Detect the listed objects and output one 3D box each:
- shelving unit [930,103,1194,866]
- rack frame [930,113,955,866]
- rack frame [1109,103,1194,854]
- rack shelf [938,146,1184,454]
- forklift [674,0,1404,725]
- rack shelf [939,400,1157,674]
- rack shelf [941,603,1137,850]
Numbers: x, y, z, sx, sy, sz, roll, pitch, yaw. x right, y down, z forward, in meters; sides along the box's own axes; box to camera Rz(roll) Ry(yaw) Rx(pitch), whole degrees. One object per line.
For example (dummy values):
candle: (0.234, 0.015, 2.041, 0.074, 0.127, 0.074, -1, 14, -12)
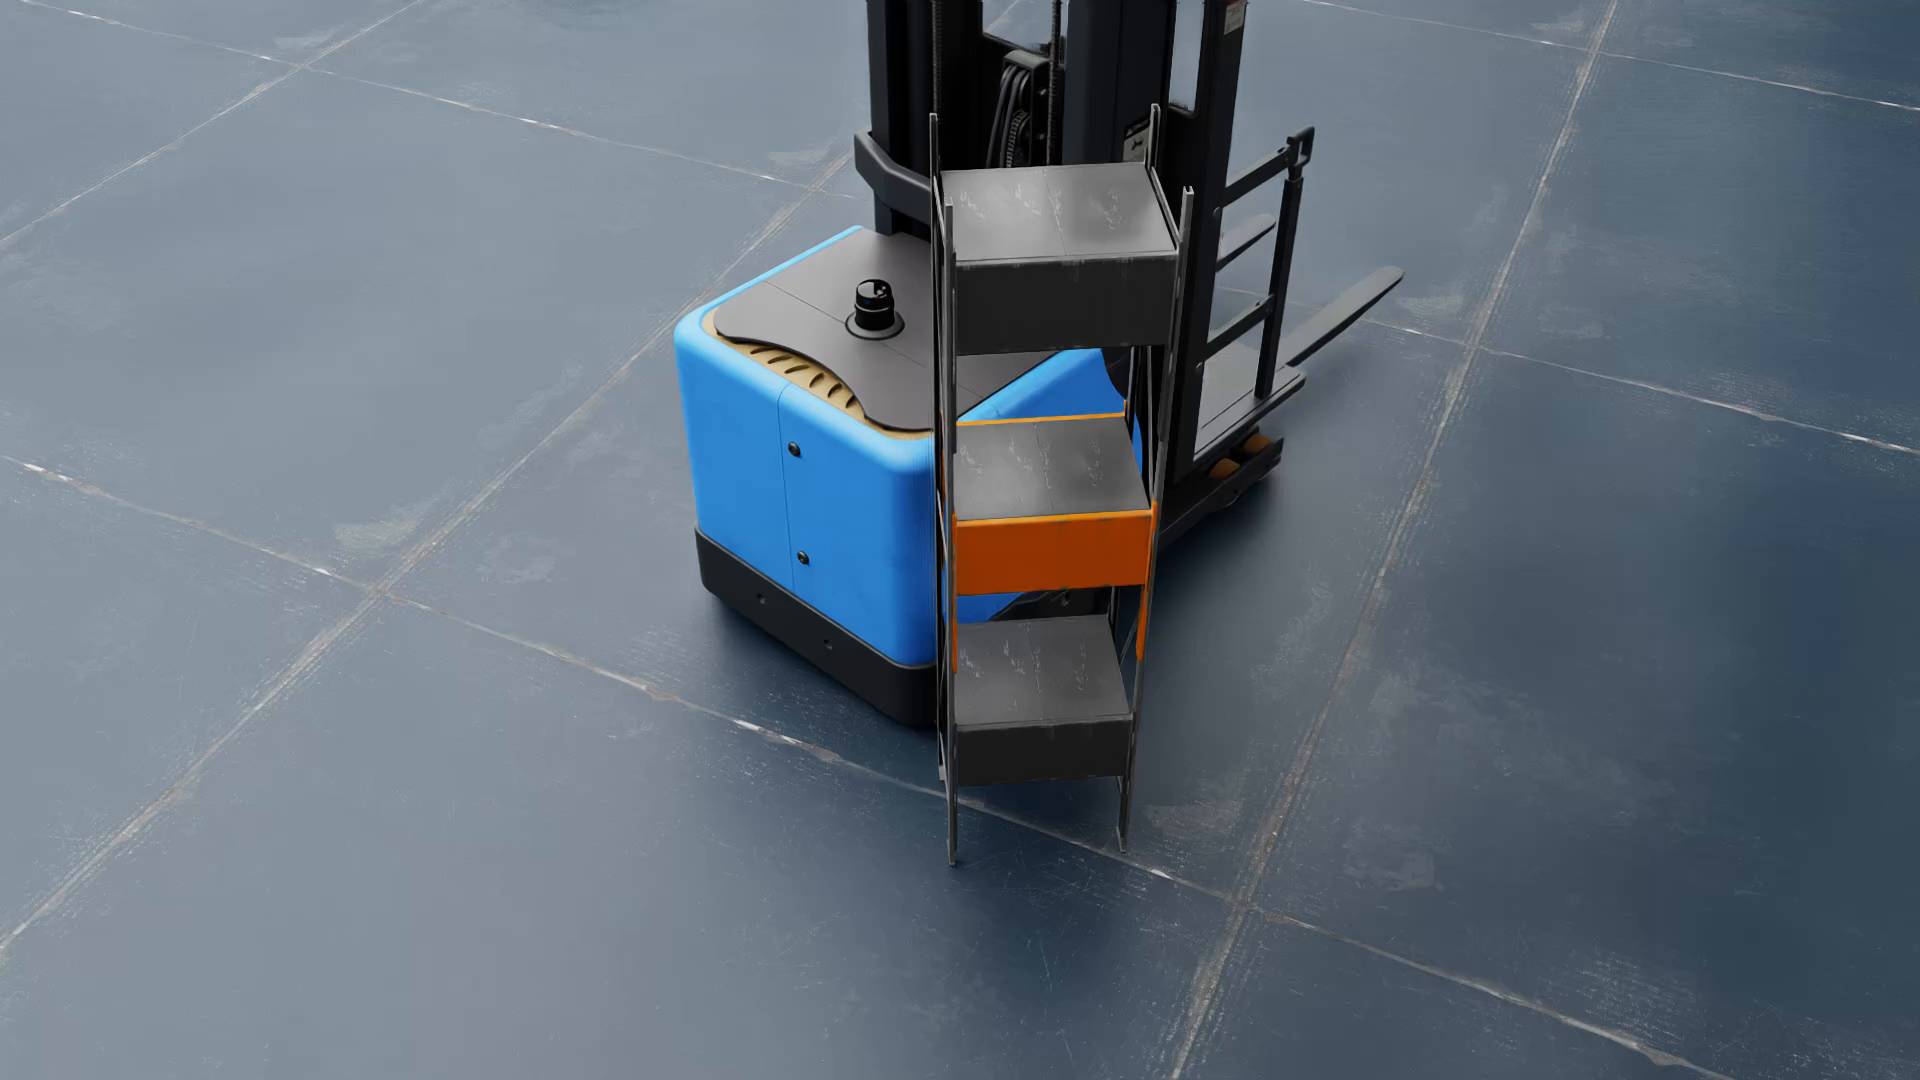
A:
shelving unit: (0.203, -0.019, 4.168, 0.503, 2.100, 0.431, -4, 41, -4)
rack frame: (-0.040, -0.004, 4.151, 0.015, 2.100, 0.400, -4, 41, -4)
rack frame: (0.446, -0.034, 4.186, 0.015, 2.100, 0.400, -4, 41, -4)
rack shelf: (0.203, -0.537, 3.719, 0.480, 0.518, 0.431, -4, 41, -4)
forklift: (0.510, -1.431, 5.163, 1.130, 2.935, 3.031, 31, 50, 31)
rack shelf: (0.203, -0.008, 4.177, 0.480, 0.518, 0.431, -4, 41, -4)
rack shelf: (0.203, 0.521, 4.636, 0.480, 0.518, 0.431, -4, 41, -4)
